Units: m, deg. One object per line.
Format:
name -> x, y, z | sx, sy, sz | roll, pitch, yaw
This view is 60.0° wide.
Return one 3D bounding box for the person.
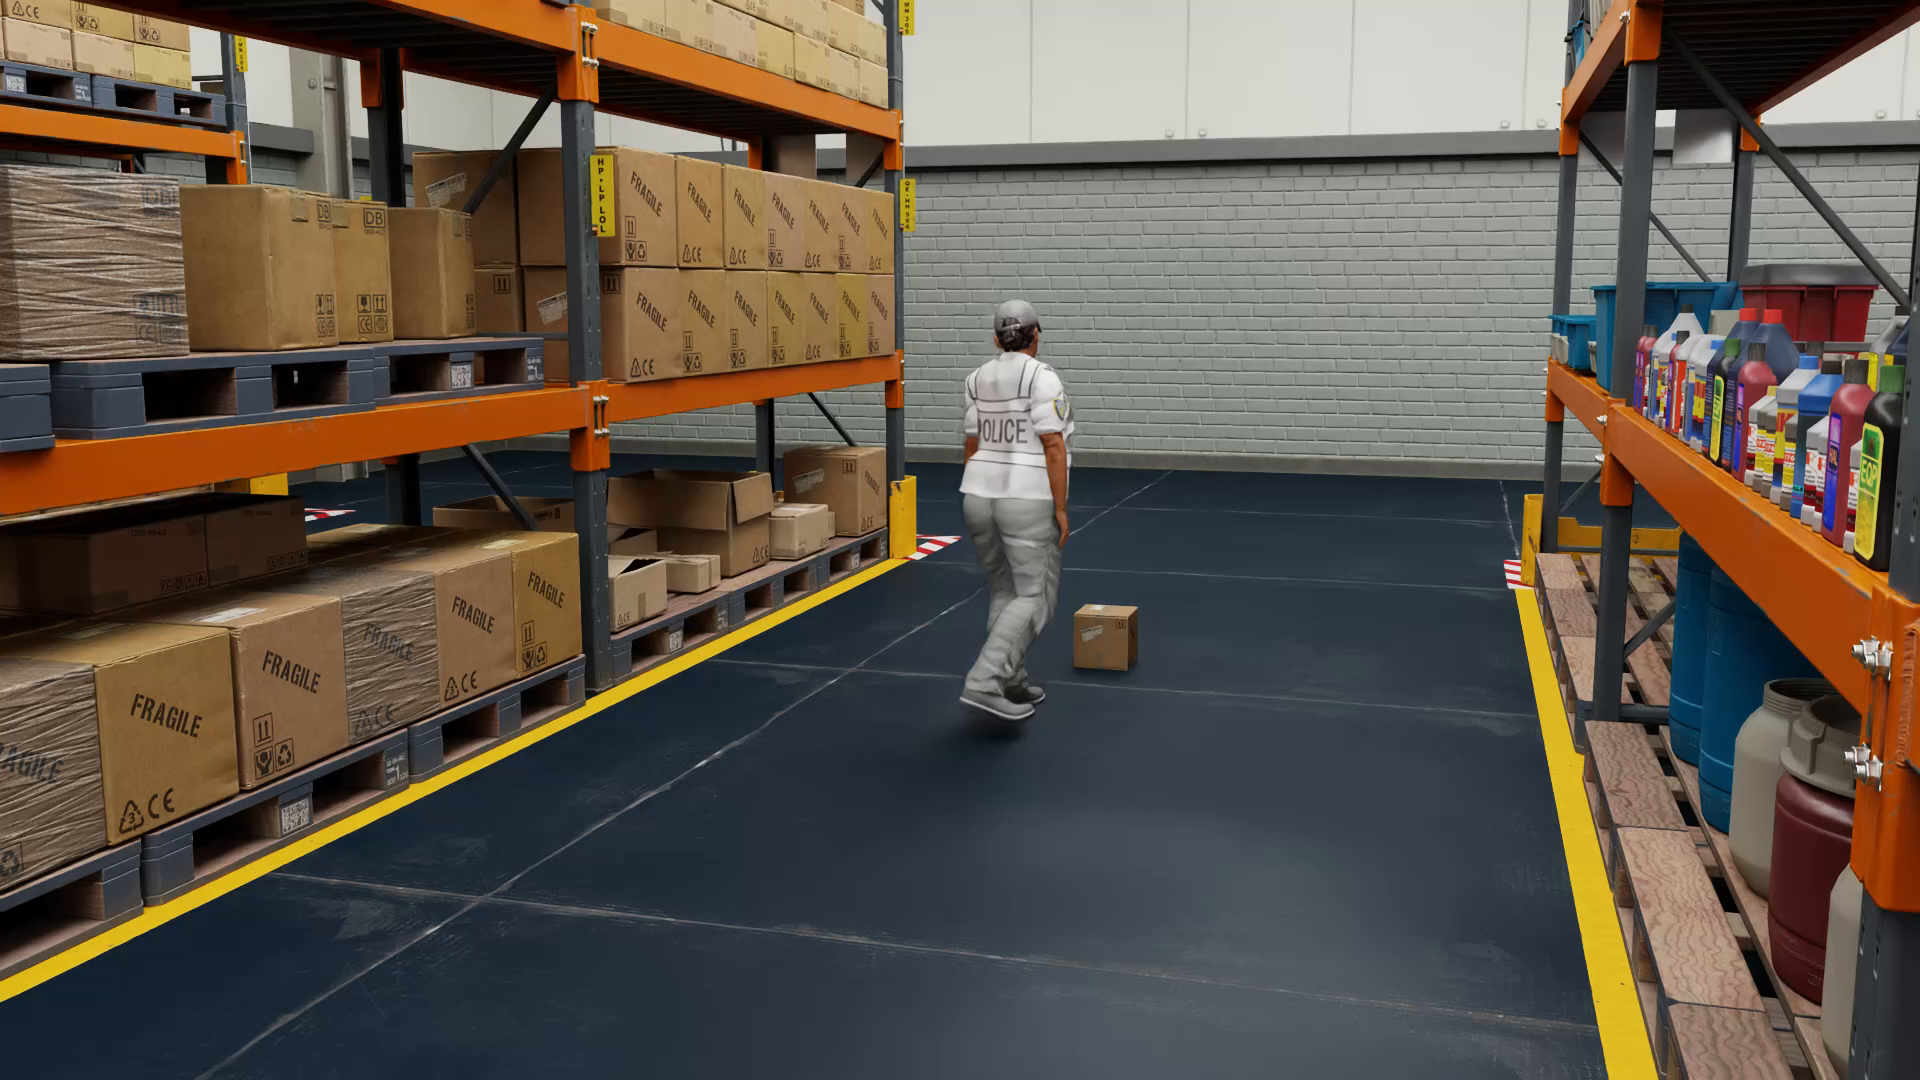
person -> 0.184, -0.110, 6.551 | 0.660, 1.658, 0.511 | -8, 12, -44
